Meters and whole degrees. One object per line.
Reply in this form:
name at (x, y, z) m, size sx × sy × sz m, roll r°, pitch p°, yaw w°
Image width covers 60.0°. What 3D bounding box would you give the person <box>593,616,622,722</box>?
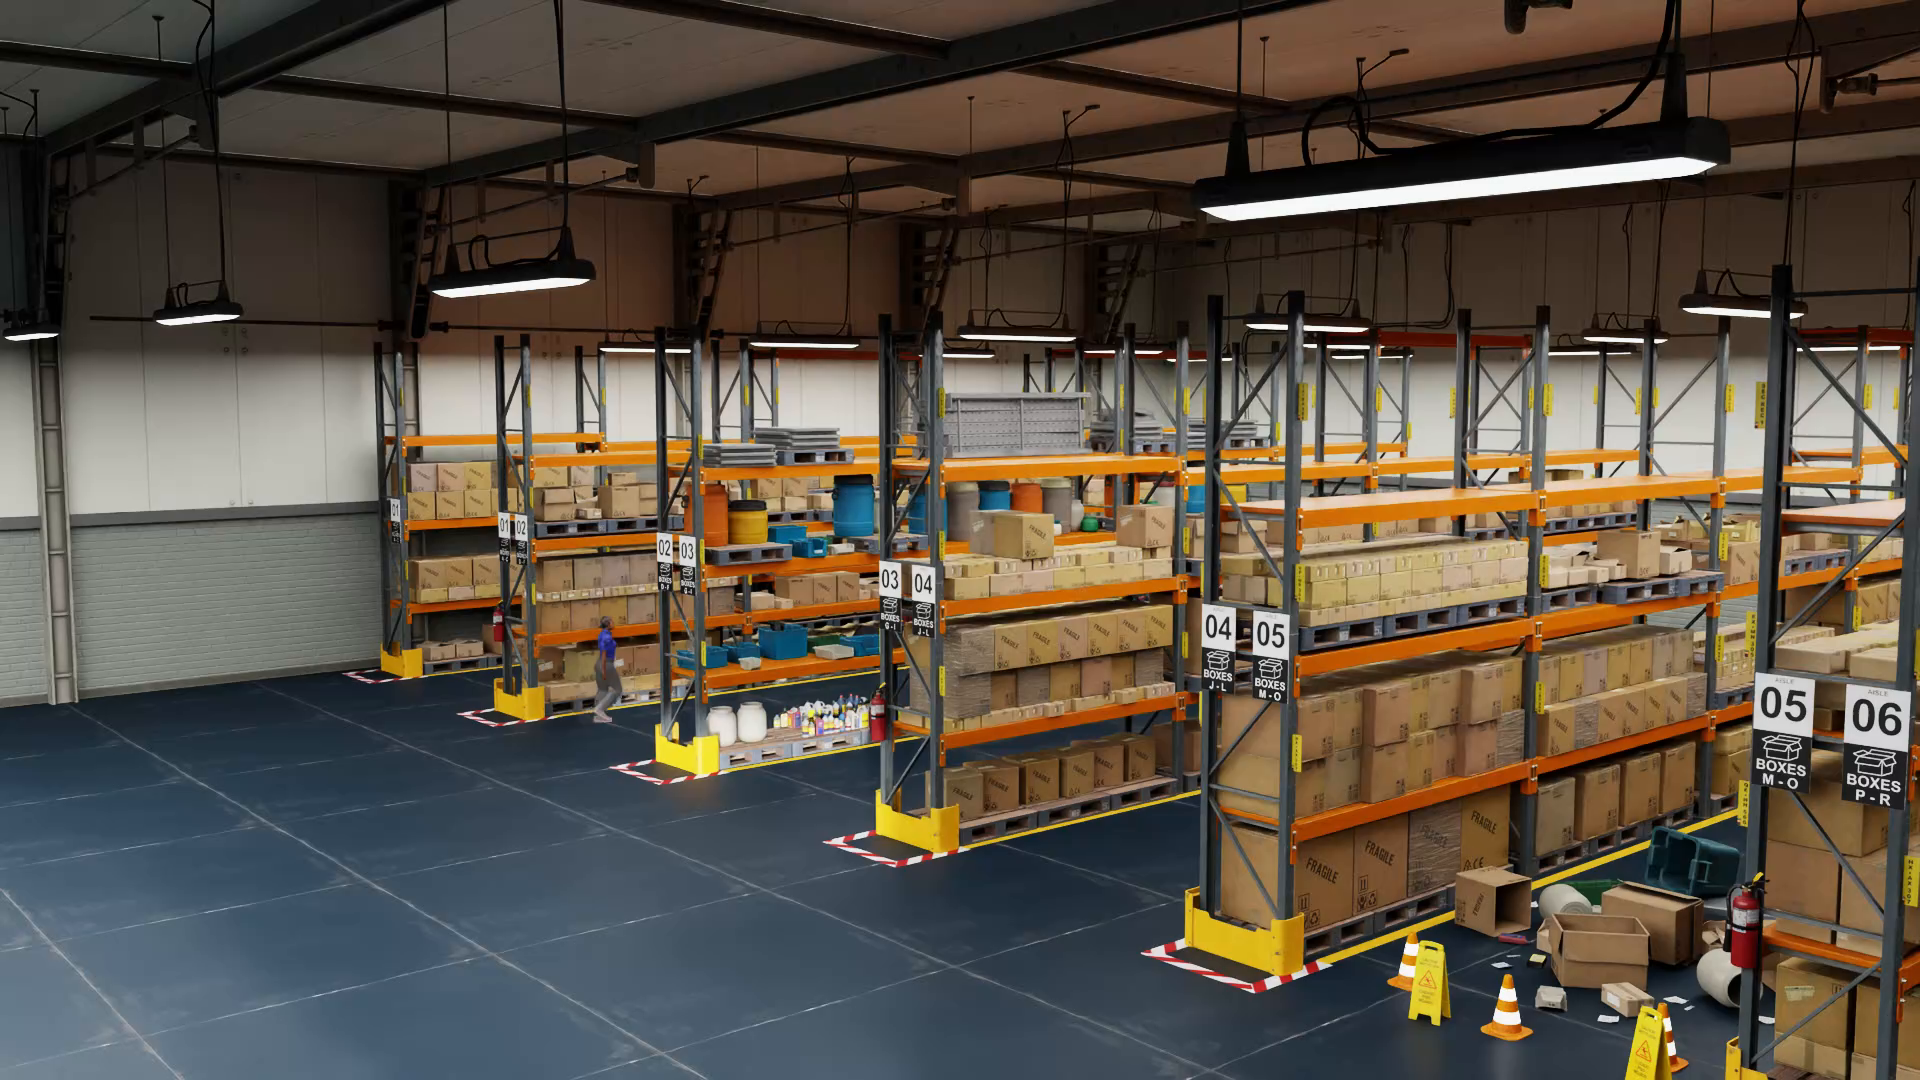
person at (-5.509, 2.003, 25.742) m, size 0.457 × 1.632 × 0.509 m, roll -3°, pitch 6°, yaw -32°
